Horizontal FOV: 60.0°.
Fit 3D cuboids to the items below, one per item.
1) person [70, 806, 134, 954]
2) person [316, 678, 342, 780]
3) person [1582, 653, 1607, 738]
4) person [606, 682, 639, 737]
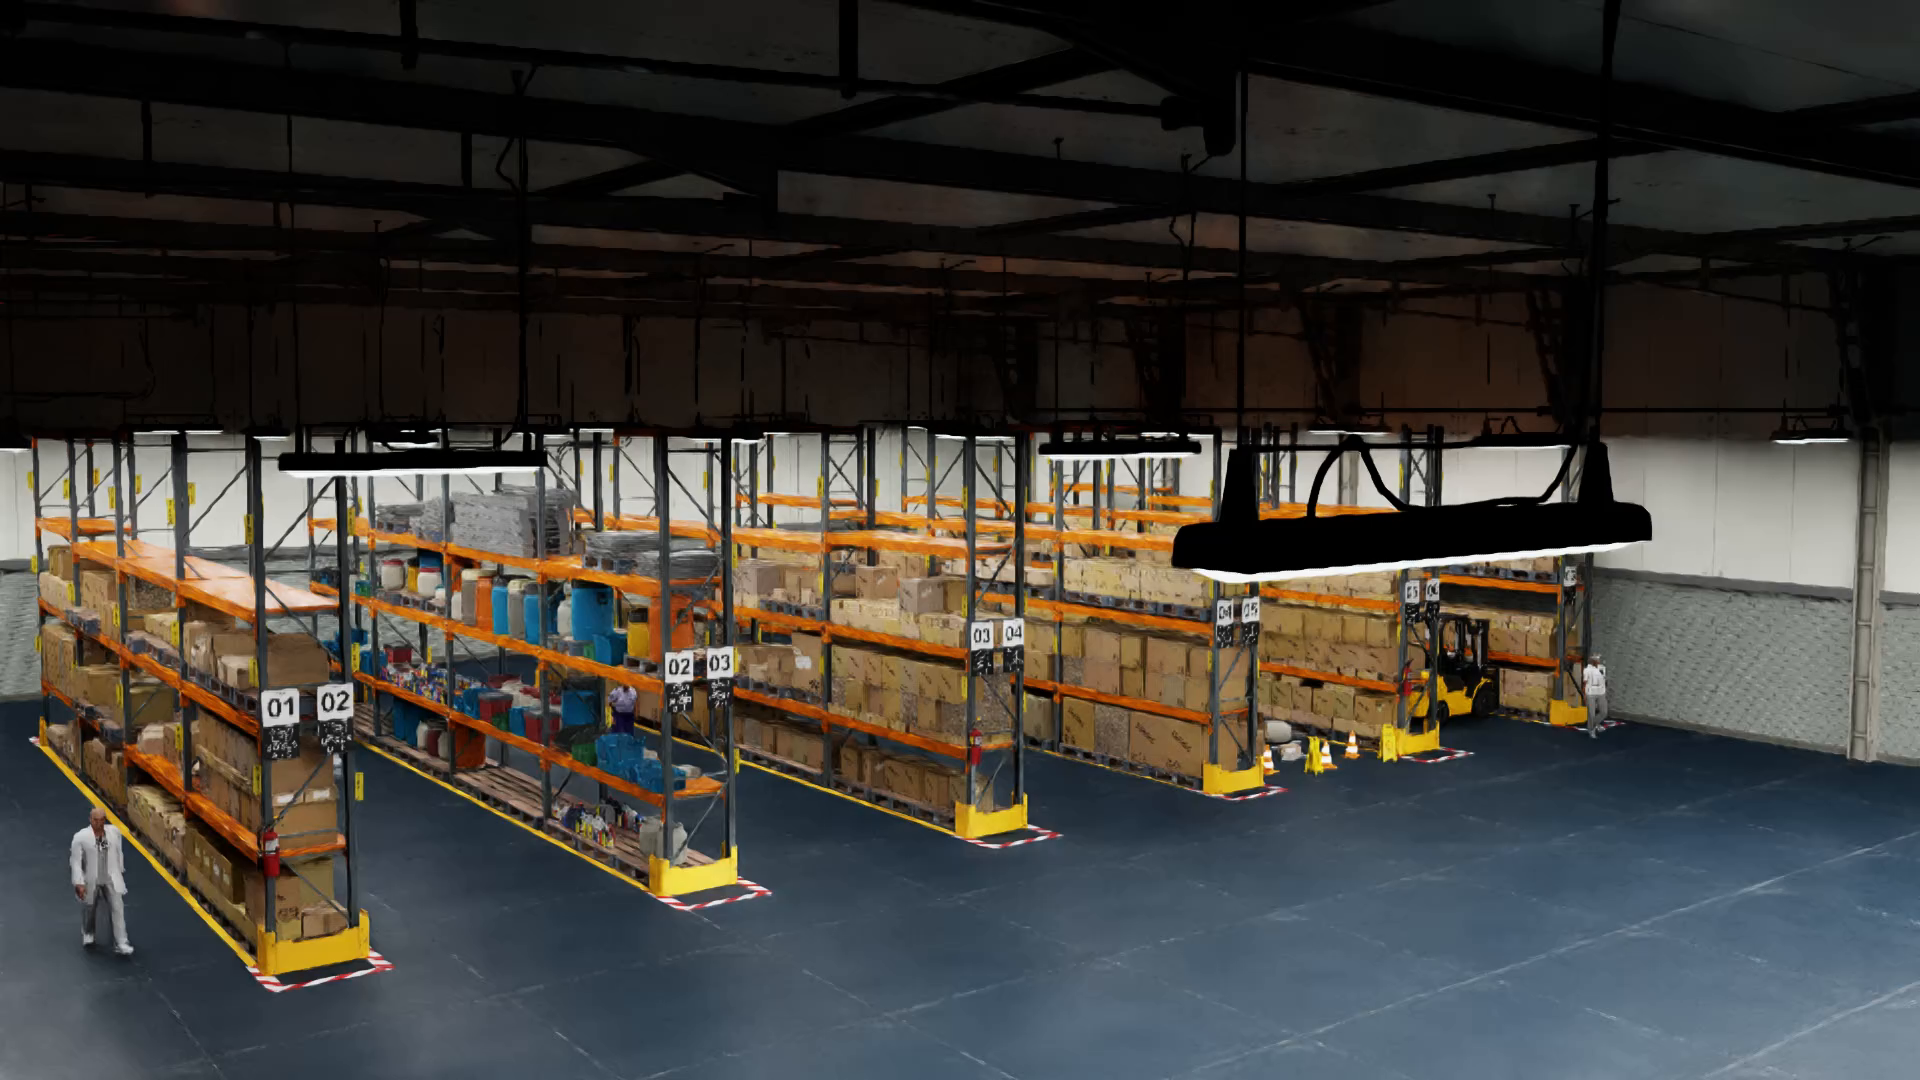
[{"bbox_3d":[-10.020,3.936,19.370,0.601,1.696,1.185,-4,6,-38],"label":"person"},{"bbox_3d":[-10.894,3.191,28.471,0.581,1.785,0.664,-1,5,-13],"label":"person"},{"bbox_3d":[12.291,2.976,32.199,0.524,1.669,0.525,0,4,1],"label":"person"},{"bbox_3d":[-6.067,3.204,29.897,0.625,1.580,0.517,-4,6,-39],"label":"person"}]
